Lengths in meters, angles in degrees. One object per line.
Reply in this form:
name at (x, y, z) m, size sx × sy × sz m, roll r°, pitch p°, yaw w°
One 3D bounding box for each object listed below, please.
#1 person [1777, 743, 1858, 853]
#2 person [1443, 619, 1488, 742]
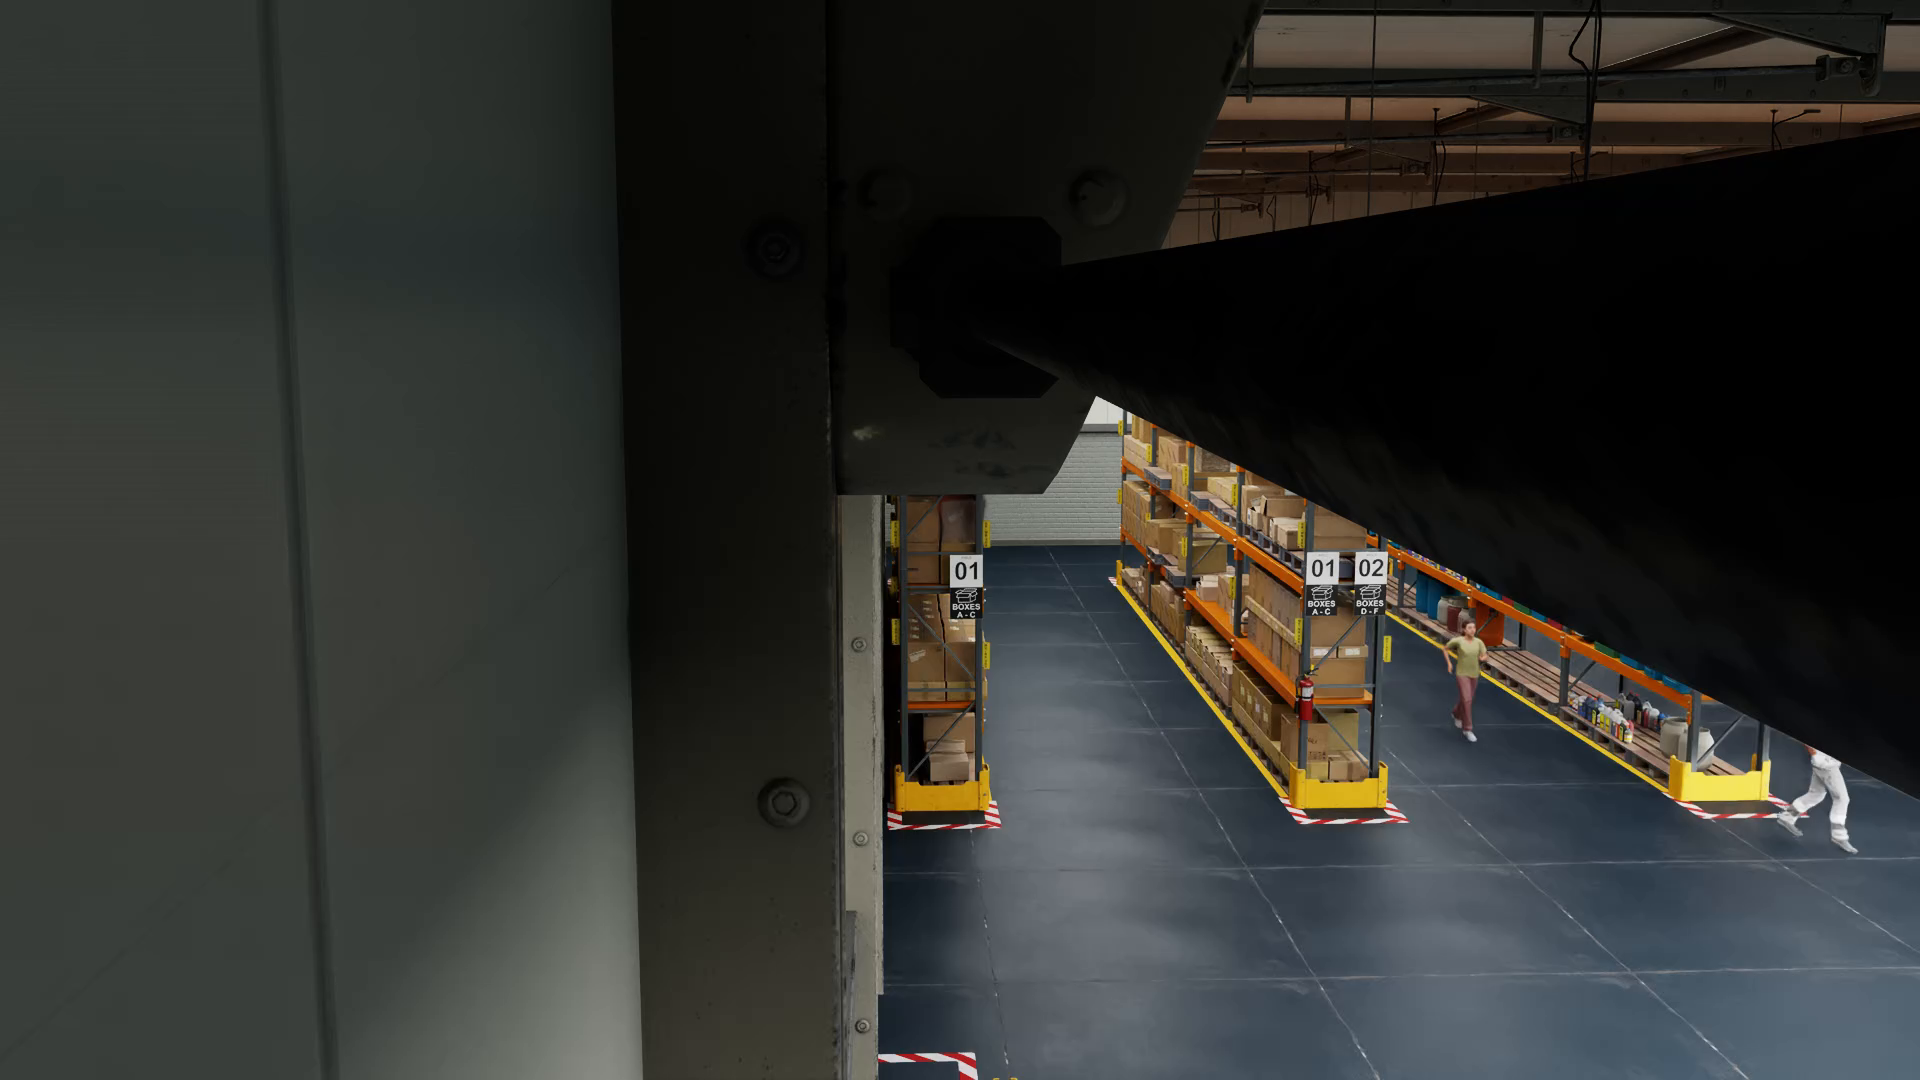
person at (9.963, 2.627, 19.210) m, size 0.858 × 1.826 × 0.667 m, roll 5°, pitch 10°, yaw 30°
person at (7.285, 1.965, 23.893) m, size 0.564 × 1.681 × 0.908 m, roll -2°, pitch 9°, yaw -11°
